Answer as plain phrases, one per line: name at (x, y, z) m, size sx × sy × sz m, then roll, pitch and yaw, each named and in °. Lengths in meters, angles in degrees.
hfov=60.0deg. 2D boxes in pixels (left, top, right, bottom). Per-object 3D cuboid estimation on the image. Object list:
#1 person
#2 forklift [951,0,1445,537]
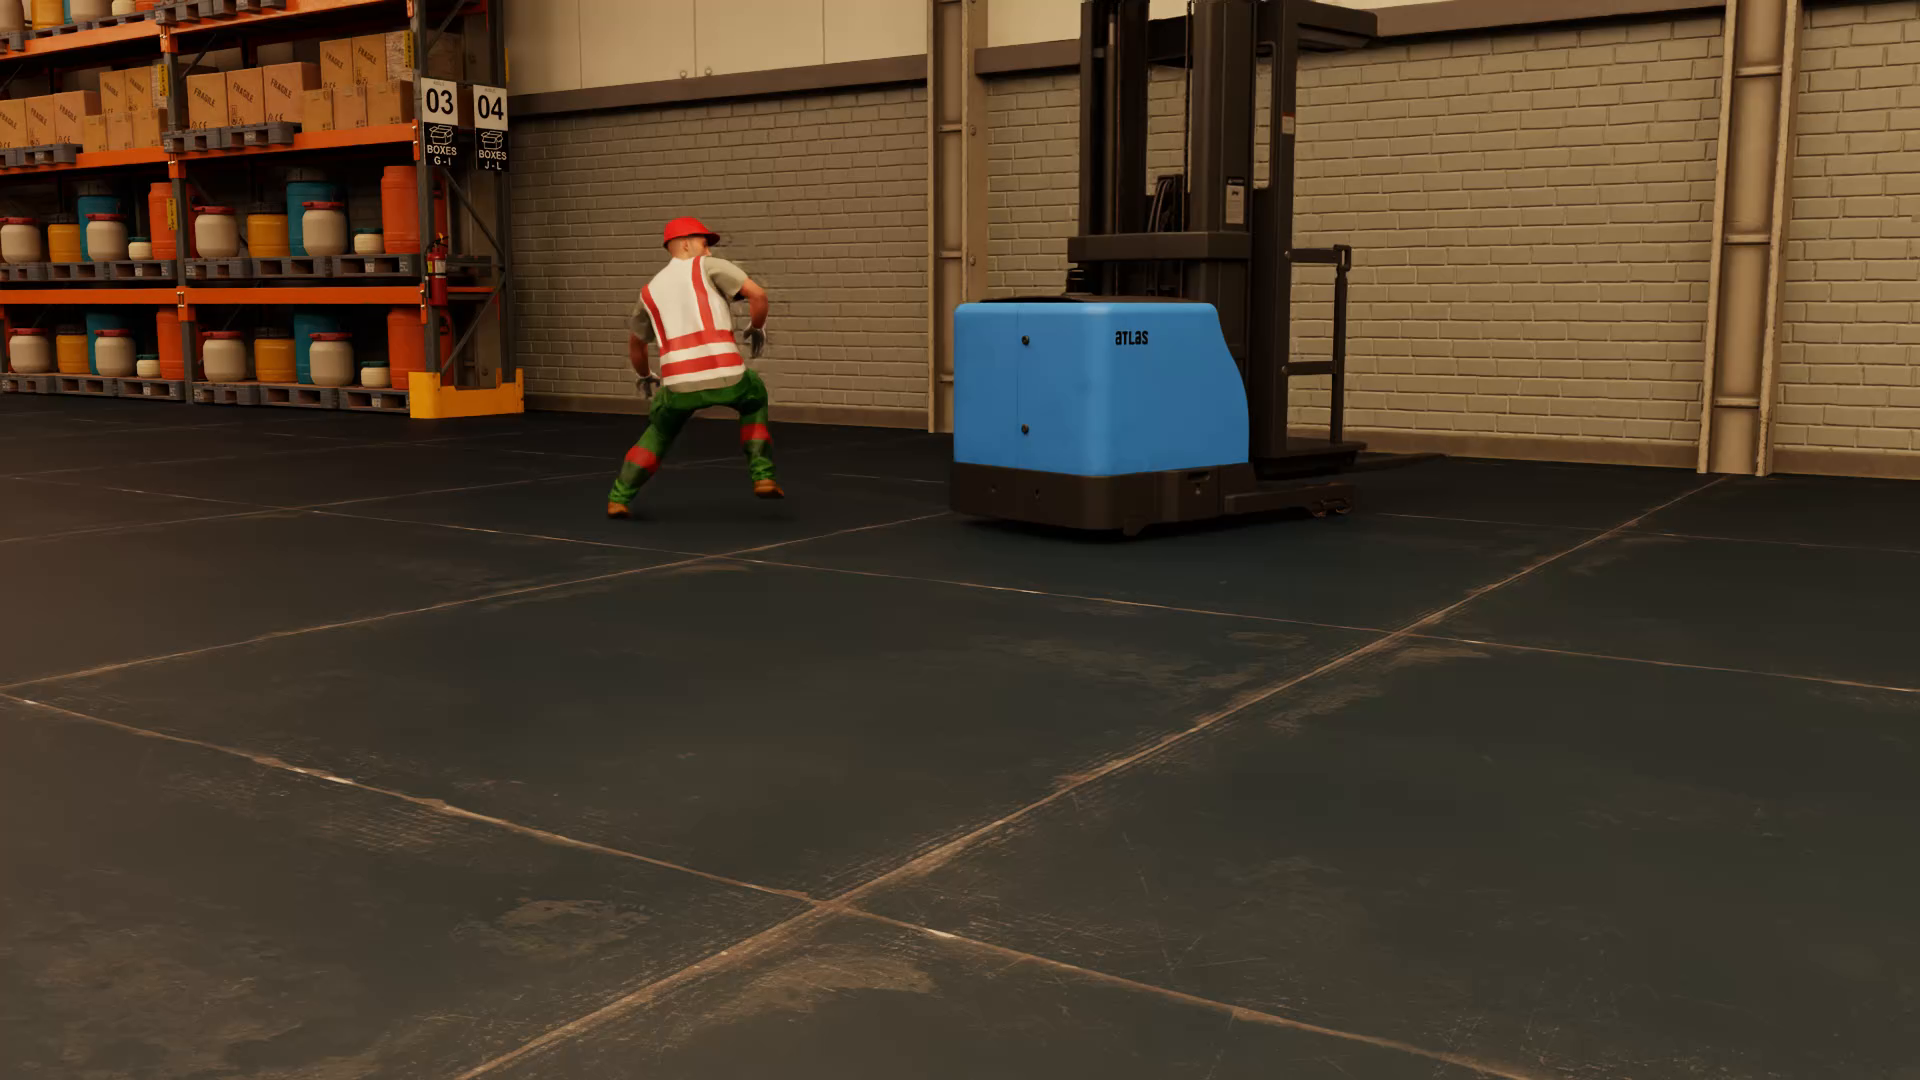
person at (-1.344, -0.837, 8.332) m, size 0.898 × 1.540 × 0.777 m, roll 1°, pitch 8°, yaw 7°
forklift at (1.397, -1.612, 8.532) m, size 3.031 × 2.935 × 1.130 m, roll -7°, pitch 11°, yaw -41°
